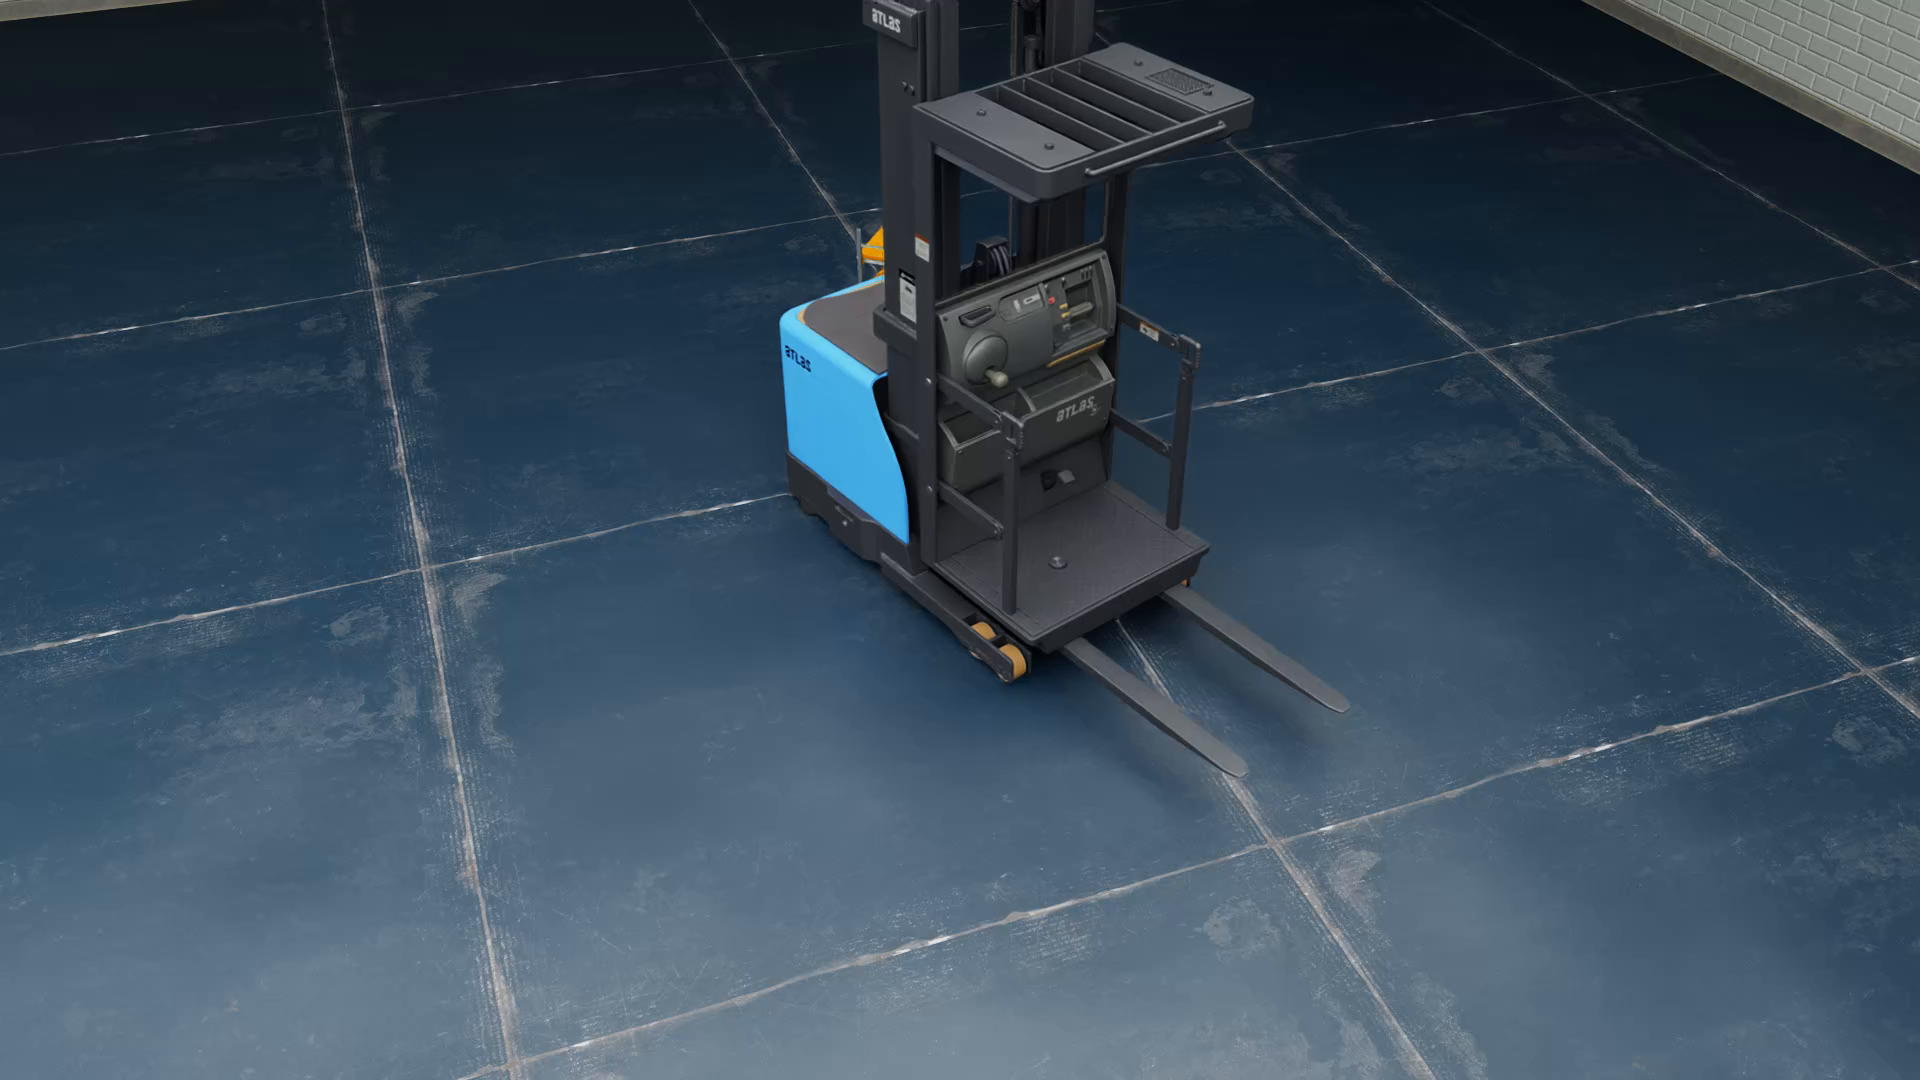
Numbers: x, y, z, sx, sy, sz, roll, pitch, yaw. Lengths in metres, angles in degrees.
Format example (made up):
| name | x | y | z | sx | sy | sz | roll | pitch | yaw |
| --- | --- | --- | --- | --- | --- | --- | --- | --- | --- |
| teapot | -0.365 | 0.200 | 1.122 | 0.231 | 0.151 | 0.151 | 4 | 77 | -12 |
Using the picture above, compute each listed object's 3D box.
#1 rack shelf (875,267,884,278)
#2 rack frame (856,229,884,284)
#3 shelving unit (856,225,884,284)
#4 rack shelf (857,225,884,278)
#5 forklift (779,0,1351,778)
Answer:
| name | x | y | z | sx | sy | sz | roll | pitch | yaw |
| --- | --- | --- | --- | --- | --- | --- | --- | --- | --- |
| rack shelf | -0.324 | -1.317 | 8.741 | 0.258 | 0.148 | 0.480 | 12 | 39 | 15 |
| rack frame | -0.403 | -1.053 | 8.651 | 0.240 | 1.200 | 0.015 | 12 | 39 | 15 |
| shelving unit | -0.324 | -1.192 | 8.836 | 0.258 | 1.200 | 0.503 | 12 | 39 | 15 |
| rack shelf | -0.324 | -1.506 | 8.599 | 0.258 | 0.148 | 0.480 | 12 | 39 | 15 |
| forklift | 0.434 | -0.882 | 6.985 | 1.130 | 2.935 | 3.031 | -26 | 44 | -30 |
